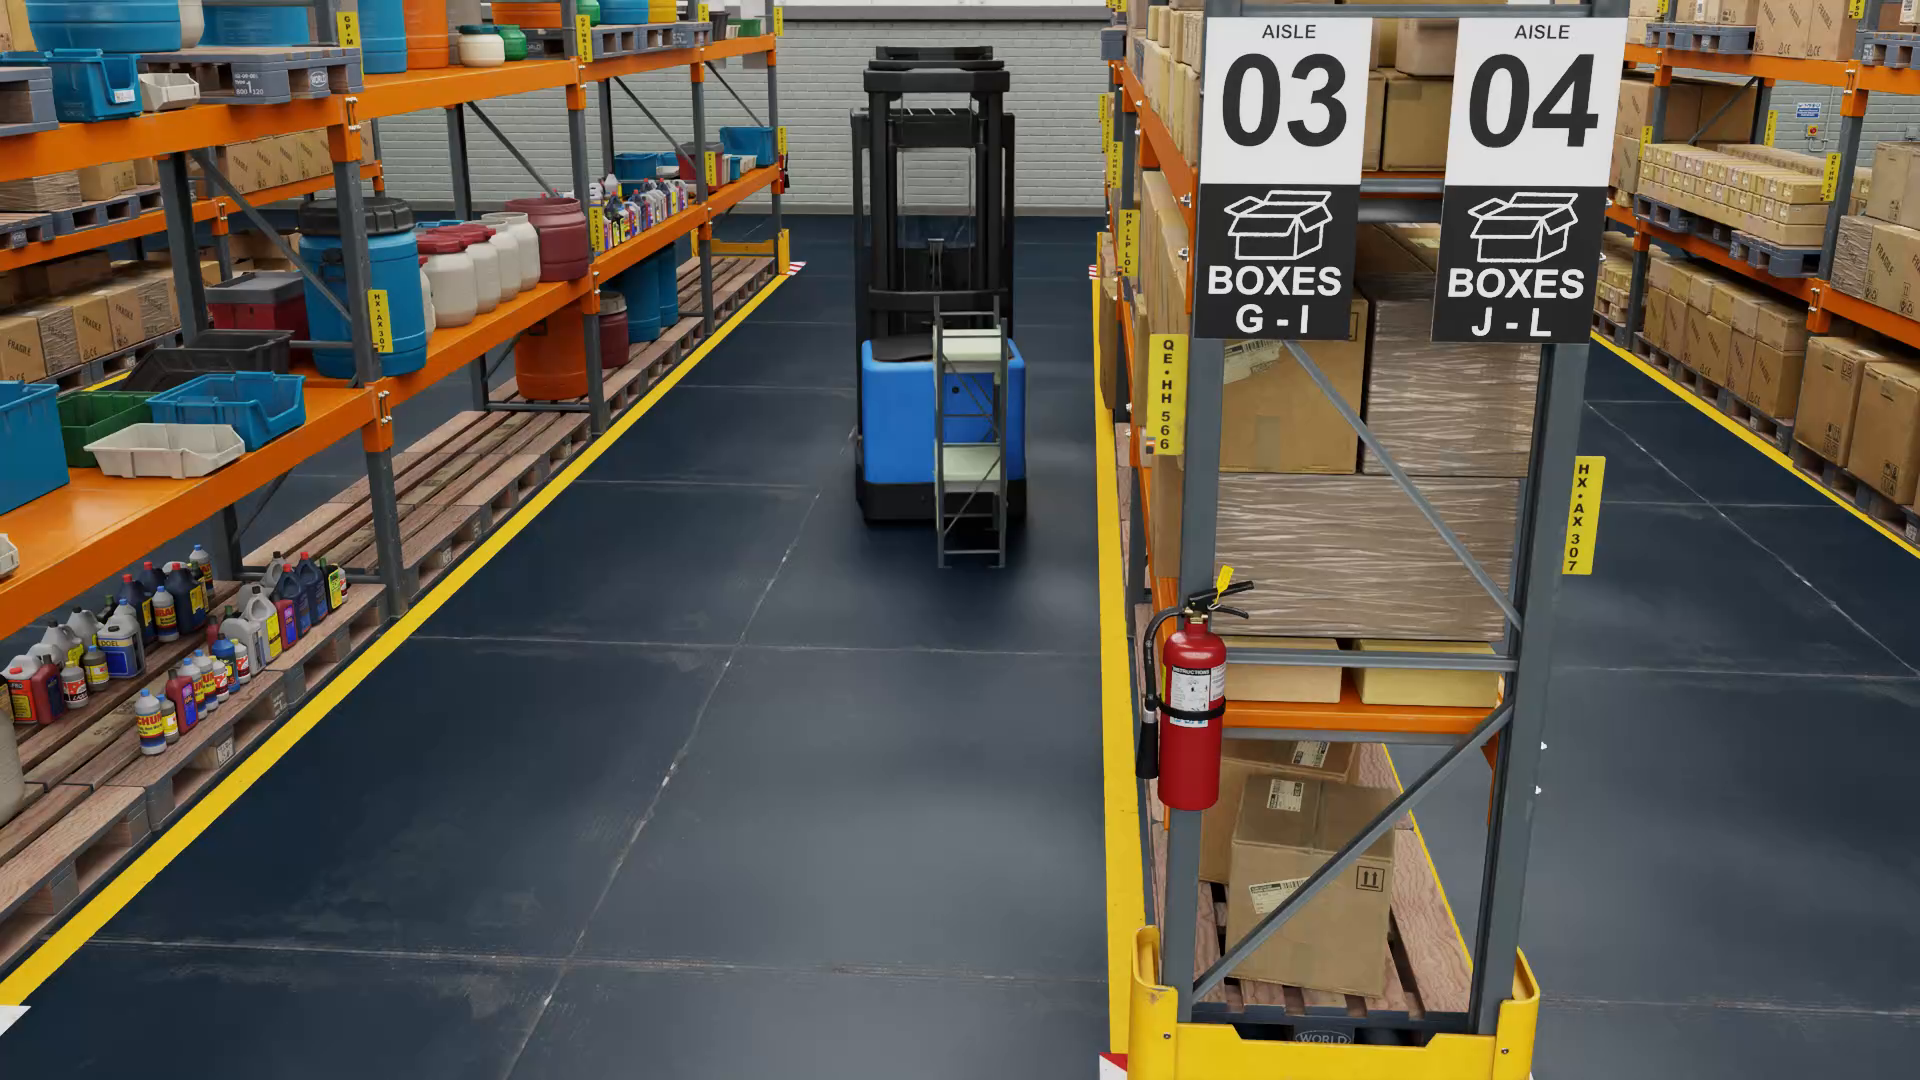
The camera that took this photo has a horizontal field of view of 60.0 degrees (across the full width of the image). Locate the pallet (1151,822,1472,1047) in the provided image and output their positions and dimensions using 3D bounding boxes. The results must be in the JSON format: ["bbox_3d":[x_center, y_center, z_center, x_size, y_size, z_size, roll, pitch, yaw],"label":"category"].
[{"bbox_3d":[1.199,1.385,5.857,1.003,0.211,1.213,1,18,4],"label":"pallet"}]

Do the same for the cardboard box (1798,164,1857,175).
[{"bbox_3d":[6.933,-2.918,13.284,0.380,0.149,0.250,2,18,6],"label":"cardboard box"}]

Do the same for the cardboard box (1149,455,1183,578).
[{"bbox_3d":[1.083,-0.182,5.522,0.875,0.500,0.500,1,18,4],"label":"cardboard box"}]

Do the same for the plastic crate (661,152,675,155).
[{"bbox_3d":[-3.133,-4.215,18.643,0.416,0.233,0.300,1,18,4],"label":"plastic crate"}]

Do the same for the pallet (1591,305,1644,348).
[{"bbox_3d":[6.913,-2.134,16.596,1.003,0.211,1.213,1,18,4],"label":"pallet"}]

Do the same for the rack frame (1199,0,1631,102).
[{"bbox_3d":[1.100,-2.516,3.649,1.000,3.000,0.127,1,18,4],"label":"rack frame"}]

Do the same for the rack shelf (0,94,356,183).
[{"bbox_3d":[-3.696,-1.480,6.461,1.077,0.370,4.000,1,18,4],"label":"rack shelf"}]

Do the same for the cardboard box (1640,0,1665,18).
[{"bbox_3d":[6.680,-4.990,15.457,0.500,0.250,0.500,0,18,1],"label":"cardboard box"}]

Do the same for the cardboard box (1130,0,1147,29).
[{"bbox_3d":[1.315,-3.406,10.219,0.500,0.500,0.500,1,18,2],"label":"cardboard box"}]

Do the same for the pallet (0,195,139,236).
[{"bbox_3d":[-8.072,-2.885,14.717,1.003,0.211,1.213,1,18,4],"label":"pallet"}]

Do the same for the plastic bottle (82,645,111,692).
[{"bbox_3d":[-3.959,0.582,7.617,0.097,0.201,0.097,0,18,0],"label":"plastic bottle"}]

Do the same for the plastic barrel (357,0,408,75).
[{"bbox_3d":[-3.639,-3.250,9.903,0.600,0.901,0.708,1,18,4],"label":"plastic barrel"}]

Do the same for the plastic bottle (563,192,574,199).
[{"bbox_3d":[-3.476,-2.949,14.803,0.152,0.276,0.135,1,18,4],"label":"plastic bottle"}]

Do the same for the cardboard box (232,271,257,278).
[{"bbox_3d":[-7.674,-2.671,17.369,0.500,0.311,0.500,1,18,4],"label":"cardboard box"}]

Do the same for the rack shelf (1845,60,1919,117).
[{"bbox_3d":[6.470,-2.470,9.481,1.077,0.370,4.000,1,18,4],"label":"rack shelf"}]

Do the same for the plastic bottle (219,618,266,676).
[{"bbox_3d":[-3.364,0.484,7.795,0.152,0.276,0.135,2,18,5],"label":"plastic bottle"}]

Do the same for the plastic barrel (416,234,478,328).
[{"bbox_3d":[-3.213,-1.602,10.278,0.433,0.535,0.433,0,18,0],"label":"plastic barrel"}]

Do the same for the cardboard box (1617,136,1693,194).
[{"bbox_3d":[6.654,-3.595,15.939,0.500,0.500,0.500,1,18,4],"label":"cardboard box"}]

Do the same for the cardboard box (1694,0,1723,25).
[{"bbox_3d":[6.628,-4.564,14.185,0.500,0.311,0.500,1,18,3],"label":"cardboard box"}]

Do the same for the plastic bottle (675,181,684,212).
[{"bbox_3d":[-2.656,-3.244,15.695,0.061,0.283,0.133,1,18,4],"label":"plastic bottle"}]

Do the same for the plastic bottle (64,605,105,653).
[{"bbox_3d":[-4.069,0.464,7.737,0.144,0.351,0.185,1,18,3],"label":"plastic bottle"}]

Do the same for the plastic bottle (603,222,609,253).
[{"bbox_3d":[-2.844,-2.433,13.218,0.061,0.283,0.133,1,18,4],"label":"plastic bottle"}]

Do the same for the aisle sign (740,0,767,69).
[{"bbox_3d":[-2.395,-5.996,19.729,0.394,0.787,0.004,1,18,4],"label":"aisle sign"}]

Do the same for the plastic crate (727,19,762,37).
[{"bbox_3d":[-2.479,-5.757,18.697,0.450,0.188,0.336,1,18,4],"label":"plastic crate"}]

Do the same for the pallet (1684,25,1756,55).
[{"bbox_3d":[6.679,-4.074,13.524,1.213,0.211,1.003,1,18,4],"label":"pallet"}]

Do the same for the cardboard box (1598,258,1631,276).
[{"bbox_3d":[6.680,-2.816,17.149,0.380,0.149,0.250,0,18,1],"label":"cardboard box"}]

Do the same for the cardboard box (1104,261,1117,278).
[{"bbox_3d":[1.816,-1.830,13.928,1.225,0.875,0.875,1,18,4],"label":"cardboard box"}]

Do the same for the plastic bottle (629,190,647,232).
[{"bbox_3d":[-2.798,-2.844,14.364,0.144,0.351,0.185,1,18,4],"label":"plastic bottle"}]

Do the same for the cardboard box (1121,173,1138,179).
[{"bbox_3d":[1.575,-2.830,14.081,0.500,0.500,0.500,2,18,5],"label":"cardboard box"}]

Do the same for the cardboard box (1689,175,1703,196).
[{"bbox_3d":[6.325,-2.952,13.865,0.380,0.149,0.250,1,18,3],"label":"cardboard box"}]

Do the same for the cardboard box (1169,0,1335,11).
[{"bbox_3d":[0.959,-2.004,5.462,0.500,0.500,0.500,1,18,4],"label":"cardboard box"}]

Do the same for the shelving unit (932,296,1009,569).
[{"bbox_3d":[0.054,-0.658,10.023,0.431,1.500,0.755,-1,18,-2],"label":"shelving unit"}]

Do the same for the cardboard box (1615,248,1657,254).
[{"bbox_3d":[7.260,-3.046,17.851,0.380,0.149,0.250,1,18,2],"label":"cardboard box"}]

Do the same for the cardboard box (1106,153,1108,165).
[{"bbox_3d":[1.873,-4.244,18.320,0.500,0.250,0.500,1,18,2],"label":"cardboard box"}]

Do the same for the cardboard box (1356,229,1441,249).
[{"bbox_3d":[1.489,-0.804,5.815,0.500,0.500,0.500,1,18,4],"label":"cardboard box"}]

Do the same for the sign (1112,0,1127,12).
[{"bbox_3d":[1.121,-3.873,11.651,0.100,0.325,0.005,1,18,4],"label":"sign"}]

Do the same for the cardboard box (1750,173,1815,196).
[{"bbox_3d":[6.231,-2.692,12.595,0.380,0.149,0.250,2,18,6],"label":"cardboard box"}]

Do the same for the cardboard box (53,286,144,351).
[{"bbox_3d":[-7.784,-2.009,15.043,0.500,0.500,0.500,1,18,2],"label":"cardboard box"}]

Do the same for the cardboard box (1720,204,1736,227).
[{"bbox_3d":[6.268,-2.569,13.175,0.380,0.149,0.250,0,18,1],"label":"cardboard box"}]

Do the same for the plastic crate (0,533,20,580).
[{"bbox_3d":[-3.455,0.079,5.788,0.298,0.136,0.250,1,18,4],"label":"plastic crate"}]

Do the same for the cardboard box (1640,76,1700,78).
[{"bbox_3d":[7.303,-4.525,17.171,0.500,0.500,0.500,1,18,2],"label":"cardboard box"}]

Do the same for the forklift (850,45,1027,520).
[{"bbox_3d":[-0.197,-1.932,11.612,1.130,2.935,3.031,-1,18,-4],"label":"forklift"}]

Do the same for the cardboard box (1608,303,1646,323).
[{"bbox_3d":[6.589,-2.224,16.297,0.380,0.149,0.250,2,18,5],"label":"cardboard box"}]

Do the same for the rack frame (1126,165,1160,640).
[{"bbox_3d":[1.387,-0.907,8.374,1.000,3.000,0.127,1,18,4],"label":"rack frame"}]

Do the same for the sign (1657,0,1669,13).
[{"bbox_3d":[6.359,-4.930,15.005,0.100,0.325,0.005,1,18,4],"label":"sign"}]

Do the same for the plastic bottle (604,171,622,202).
[{"bbox_3d":[-3.331,-3.364,15.952,0.144,0.351,0.185,1,18,4],"label":"plastic bottle"}]

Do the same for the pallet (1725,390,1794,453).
[{"bbox_3d":[6.671,-0.925,12.907,1.003,0.211,1.213,1,18,4],"label":"pallet"}]

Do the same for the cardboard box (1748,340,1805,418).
[{"bbox_3d":[6.400,-1.229,12.697,0.500,0.500,0.500,1,18,4],"label":"cardboard box"}]

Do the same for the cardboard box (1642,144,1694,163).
[{"bbox_3d":[6.414,-3.500,15.062,0.380,0.149,0.250,2,18,7],"label":"cardboard box"}]

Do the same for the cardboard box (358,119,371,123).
[{"bbox_3d":[-7.391,-5.235,19.815,0.500,0.500,0.500,1,18,3],"label":"cardboard box"}]

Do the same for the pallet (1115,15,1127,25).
[{"bbox_3d":[2.030,-5.029,16.278,1.003,0.211,1.213,1,18,4],"label":"pallet"}]

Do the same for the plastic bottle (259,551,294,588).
[{"bbox_3d":[-3.456,0.235,8.435,0.144,0.351,0.185,1,18,4],"label":"plastic bottle"}]

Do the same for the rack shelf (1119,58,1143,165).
[{"bbox_3d":[1.531,-2.612,9.915,1.077,0.370,4.000,1,18,4],"label":"rack shelf"}]

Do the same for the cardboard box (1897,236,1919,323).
[{"bbox_3d":[6.242,-1.607,10.349,0.500,0.500,0.500,1,18,4],"label":"cardboard box"}]
